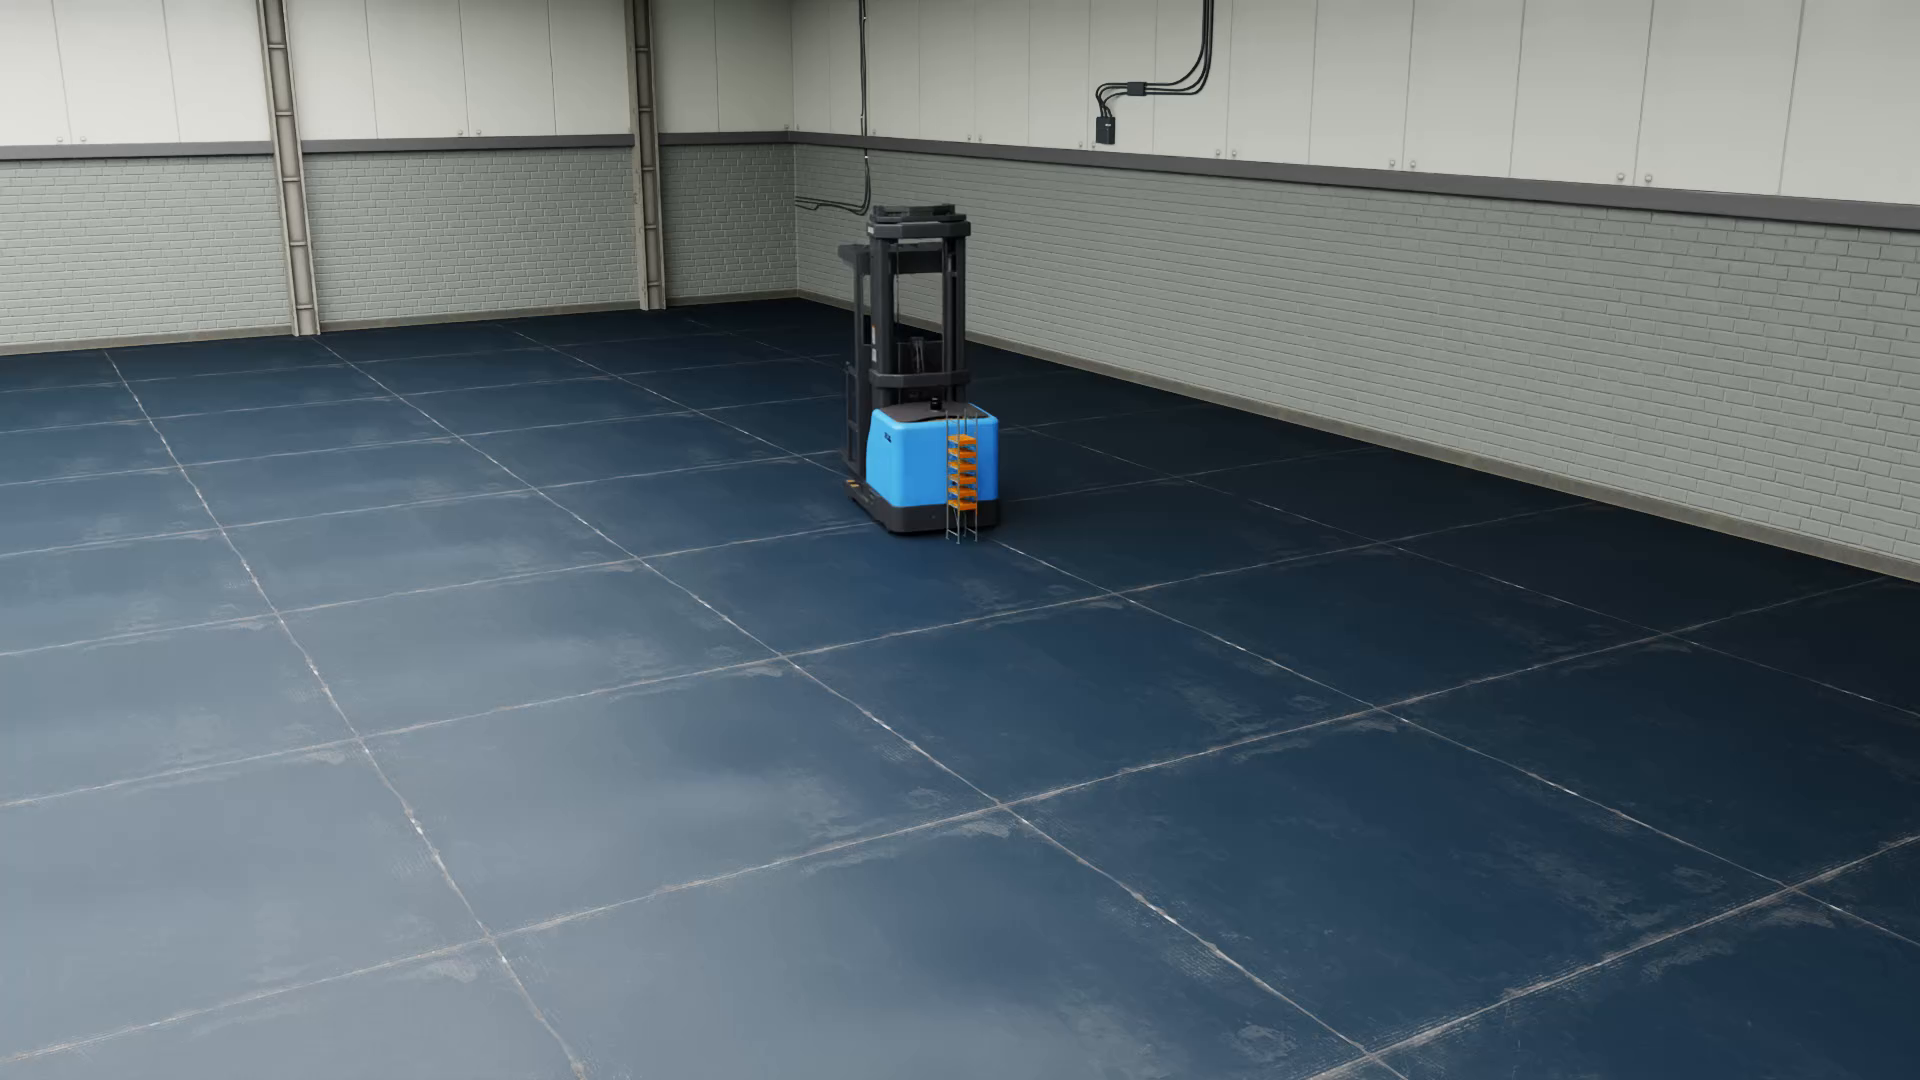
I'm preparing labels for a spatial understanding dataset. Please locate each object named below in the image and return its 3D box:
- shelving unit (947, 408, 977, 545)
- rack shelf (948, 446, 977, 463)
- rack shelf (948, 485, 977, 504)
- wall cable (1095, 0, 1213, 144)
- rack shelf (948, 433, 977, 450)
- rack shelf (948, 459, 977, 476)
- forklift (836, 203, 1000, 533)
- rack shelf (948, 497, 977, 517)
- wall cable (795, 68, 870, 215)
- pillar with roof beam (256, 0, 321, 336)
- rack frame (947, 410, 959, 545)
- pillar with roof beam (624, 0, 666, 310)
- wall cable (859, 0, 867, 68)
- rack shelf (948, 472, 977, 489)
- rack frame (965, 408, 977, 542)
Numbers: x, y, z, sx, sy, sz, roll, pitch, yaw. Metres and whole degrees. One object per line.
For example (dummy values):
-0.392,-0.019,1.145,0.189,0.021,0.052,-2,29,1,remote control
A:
0.017,-0.576,15.081,0.189,1.200,0.258,-8,17,-26,shelving unit
0.017,-0.764,15.028,0.180,0.103,0.258,-8,17,-26,rack shelf
0.018,-0.418,15.125,0.180,0.103,0.258,-8,17,-26,rack shelf
2.489,-8.091,21.140,0.169,6.003,2.305,-9,18,-30,wall cable
0.017,-0.880,14.995,0.180,0.103,0.258,-8,17,-26,rack shelf
0.017,-0.649,15.060,0.180,0.103,0.258,-8,17,-26,rack shelf
-0.556,-1.835,16.365,1.130,2.935,3.031,-5,16,-17,forklift
0.018,-0.302,15.158,0.180,0.103,0.258,-8,17,-26,rack shelf
-2.386,-7.157,29.861,0.112,2.526,3.097,-9,18,-30,wall cable
-8.519,-6.718,22.544,0.400,9.000,9.100,-9,18,-30,pillar with roof beam
-0.064,-0.565,15.041,0.006,1.200,0.240,-8,17,-26,rack frame
-3.376,-7.552,25.520,0.400,9.000,9.100,-9,18,-30,pillar with roof beam
-0.993,-8.963,26.947,0.112,2.526,3.097,-9,18,-30,wall cable
0.017,-0.533,15.093,0.180,0.103,0.258,-8,17,-26,rack shelf
0.099,-0.587,15.120,0.006,1.200,0.240,-8,17,-26,rack frame
